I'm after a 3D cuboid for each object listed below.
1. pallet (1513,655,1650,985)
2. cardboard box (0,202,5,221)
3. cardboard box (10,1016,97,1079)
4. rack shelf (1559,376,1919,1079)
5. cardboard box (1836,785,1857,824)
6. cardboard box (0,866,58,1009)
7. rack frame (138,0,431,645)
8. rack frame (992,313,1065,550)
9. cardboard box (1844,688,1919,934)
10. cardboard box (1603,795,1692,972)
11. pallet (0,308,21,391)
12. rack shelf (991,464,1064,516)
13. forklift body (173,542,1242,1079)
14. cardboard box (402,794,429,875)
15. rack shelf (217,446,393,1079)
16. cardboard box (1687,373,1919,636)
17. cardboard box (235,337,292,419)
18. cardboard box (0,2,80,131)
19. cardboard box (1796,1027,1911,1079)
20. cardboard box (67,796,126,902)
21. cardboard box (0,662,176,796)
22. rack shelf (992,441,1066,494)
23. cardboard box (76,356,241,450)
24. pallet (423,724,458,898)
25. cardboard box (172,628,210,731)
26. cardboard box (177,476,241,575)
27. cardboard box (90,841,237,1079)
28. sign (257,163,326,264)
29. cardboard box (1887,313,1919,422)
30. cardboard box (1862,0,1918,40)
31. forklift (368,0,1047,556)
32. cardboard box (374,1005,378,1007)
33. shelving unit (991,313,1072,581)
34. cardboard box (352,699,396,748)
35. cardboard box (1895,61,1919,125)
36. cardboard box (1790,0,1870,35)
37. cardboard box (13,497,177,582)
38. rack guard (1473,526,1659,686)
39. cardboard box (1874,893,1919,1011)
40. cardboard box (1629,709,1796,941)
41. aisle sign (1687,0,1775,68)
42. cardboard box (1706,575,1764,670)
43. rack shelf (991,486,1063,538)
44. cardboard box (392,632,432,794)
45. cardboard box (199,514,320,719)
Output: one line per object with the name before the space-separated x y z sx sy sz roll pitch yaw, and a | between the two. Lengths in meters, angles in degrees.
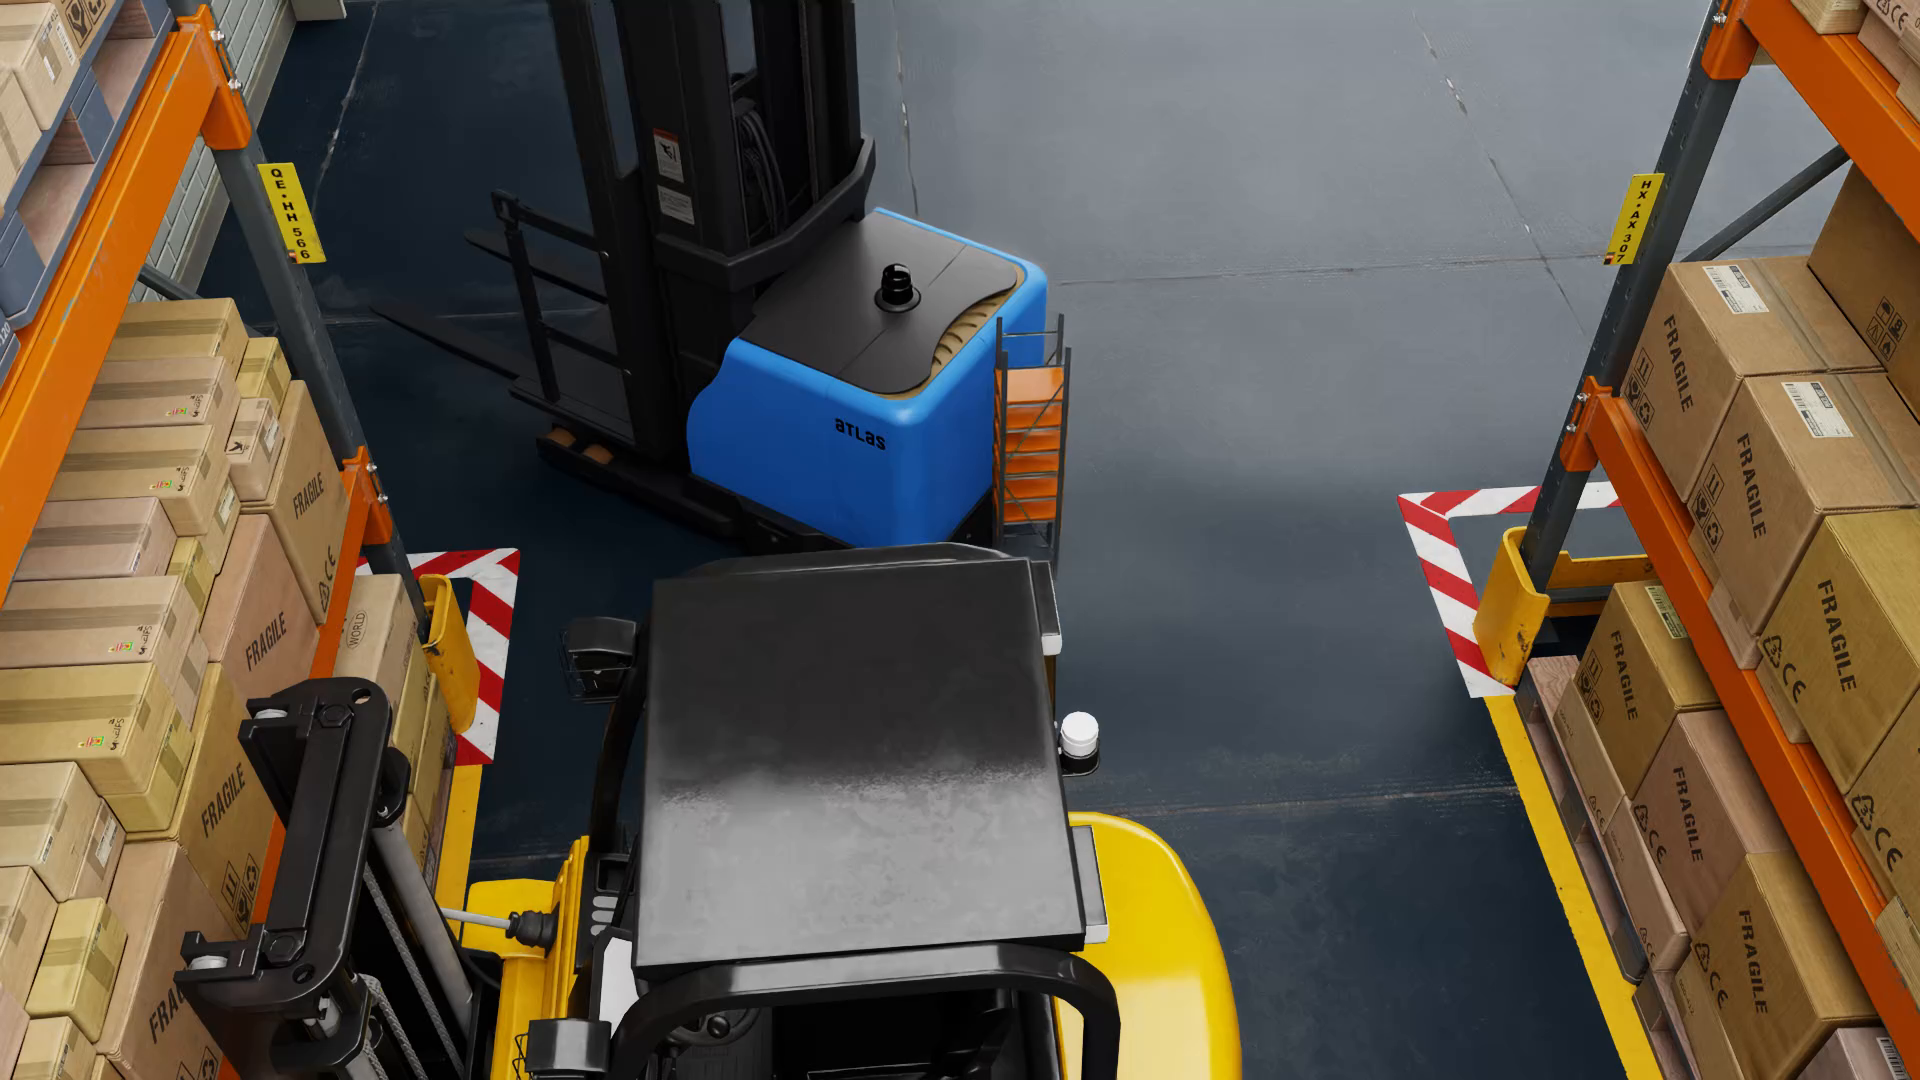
pallet | 2.606 0.907 5.745 1.003 0.211 1.213 -3 47 -3
cardboard box | -2.113 -0.584 2.744 0.700 0.500 0.500 -3 47 -3
cardboard box | -1.888 1.070 3.155 0.380 0.149 0.250 -5 47 -5
rack shelf | 2.734 0.998 4.235 1.077 0.370 4.000 -3 47 -3
cardboard box | 2.478 0.586 4.302 0.380 0.149 0.250 -2 47 -2
cardboard box | -2.001 0.787 3.218 0.380 0.149 0.250 -3 47 -3
rack frame | -2.379 -0.392 5.055 1.000 3.000 0.127 -3 47 -3
rack frame | 0.248 -0.377 6.281 0.240 1.200 0.006 -4 47 -4
cardboard box | 2.471 0.637 3.807 0.500 0.500 0.500 -4 47 -4
cardboard box | 2.394 1.075 5.271 0.500 0.250 0.500 -2 47 -2
pallet | -2.241 0.005 2.675 1.003 0.211 1.213 -3 47 -3
rack shelf | 0.257 -0.198 6.338 0.258 0.103 0.180 -4 47 -4
forklift body | -0.403 1.161 4.169 2.313 2.155 1.214 -3 47 -3
cardboard box | -1.993 1.090 5.256 0.500 0.250 0.500 -3 47 -3
rack shelf | -2.212 1.302 3.946 1.077 0.370 4.000 -3 47 -3
cardboard box | 2.376 -0.099 4.504 0.500 0.500 0.500 -2 47 -2
cardboard box | -2.071 -0.416 4.562 0.380 0.149 0.250 -3 47 -3
cardboard box | -2.007 -0.935 3.319 0.380 0.149 0.250 -5 47 -4
cardboard box | 2.496 1.592 4.264 0.500 0.500 0.500 -1 47 -1
cardboard box | -2.008 0.697 3.508 0.380 0.149 0.250 -4 47 -4
cardboard box | -1.933 0.412 3.574 0.380 0.149 0.250 -3 47 -3
rack shelf | 0.257 -0.280 6.250 0.258 0.103 0.180 -4 47 -4
cardboard box | -2.088 -0.329 4.275 0.380 0.149 0.250 -3 47 -3
pallet | -2.274 1.117 5.546 1.003 0.211 1.213 -3 47 -3
cardboard box | -1.981 0.329 3.857 0.380 0.149 0.250 -5 47 -5
cardboard box | -2.059 -0.041 4.207 0.380 0.149 0.250 -3 47 -3
cardboard box | -1.946 1.023 3.646 0.500 0.500 0.500 -3 47 -3
sign | -1.838 -0.895 4.571 0.100 0.325 0.005 -3 47 -3
cardboard box | 2.862 -0.454 4.152 0.700 0.500 0.500 -3 47 -3
cardboard box | 2.343 -1.399 3.841 0.500 0.250 0.500 -4 47 -4
forklift | -1.183 -1.547 6.197 3.031 2.935 1.130 24 51 21
cardboard box | -1.932 1.306 4.707 0.500 0.250 0.500 -4 47 -4
shelving unit | 0.257 -0.311 6.218 0.258 1.200 0.189 -4 47 -4
cardboard box | -1.981 0.748 4.891 0.500 0.250 0.500 -3 47 -3
cardboard box | 2.370 -1.004 3.742 0.380 0.149 0.250 -2 47 -2
cardboard box | 2.271 -1.382 4.100 0.380 0.149 0.250 -3 47 -3
cardboard box | -2.092 0.043 3.923 0.380 0.149 0.250 -3 47 -3
rack guard | 2.573 0.218 6.199 1.175 0.500 0.348 -3 47 -3
cardboard box | 2.433 0.964 3.944 0.380 0.149 0.250 -3 47 -3
cardboard box | 2.409 0.842 4.974 0.500 0.500 0.500 -5 47 -5
aisle sign | 2.252 -1.616 4.424 0.394 0.787 0.004 -3 47 -3
cardboard box | 2.341 0.213 4.655 0.380 0.149 0.250 -3 47 -3
rack shelf | 0.257 -0.115 6.425 0.258 0.103 0.180 -4 47 -4
cardboard box | -2.027 0.570 5.404 0.500 0.250 0.500 -4 47 -4
cardboard box | -2.042 0.289 4.341 0.500 0.500 0.500 -2 47 -2
